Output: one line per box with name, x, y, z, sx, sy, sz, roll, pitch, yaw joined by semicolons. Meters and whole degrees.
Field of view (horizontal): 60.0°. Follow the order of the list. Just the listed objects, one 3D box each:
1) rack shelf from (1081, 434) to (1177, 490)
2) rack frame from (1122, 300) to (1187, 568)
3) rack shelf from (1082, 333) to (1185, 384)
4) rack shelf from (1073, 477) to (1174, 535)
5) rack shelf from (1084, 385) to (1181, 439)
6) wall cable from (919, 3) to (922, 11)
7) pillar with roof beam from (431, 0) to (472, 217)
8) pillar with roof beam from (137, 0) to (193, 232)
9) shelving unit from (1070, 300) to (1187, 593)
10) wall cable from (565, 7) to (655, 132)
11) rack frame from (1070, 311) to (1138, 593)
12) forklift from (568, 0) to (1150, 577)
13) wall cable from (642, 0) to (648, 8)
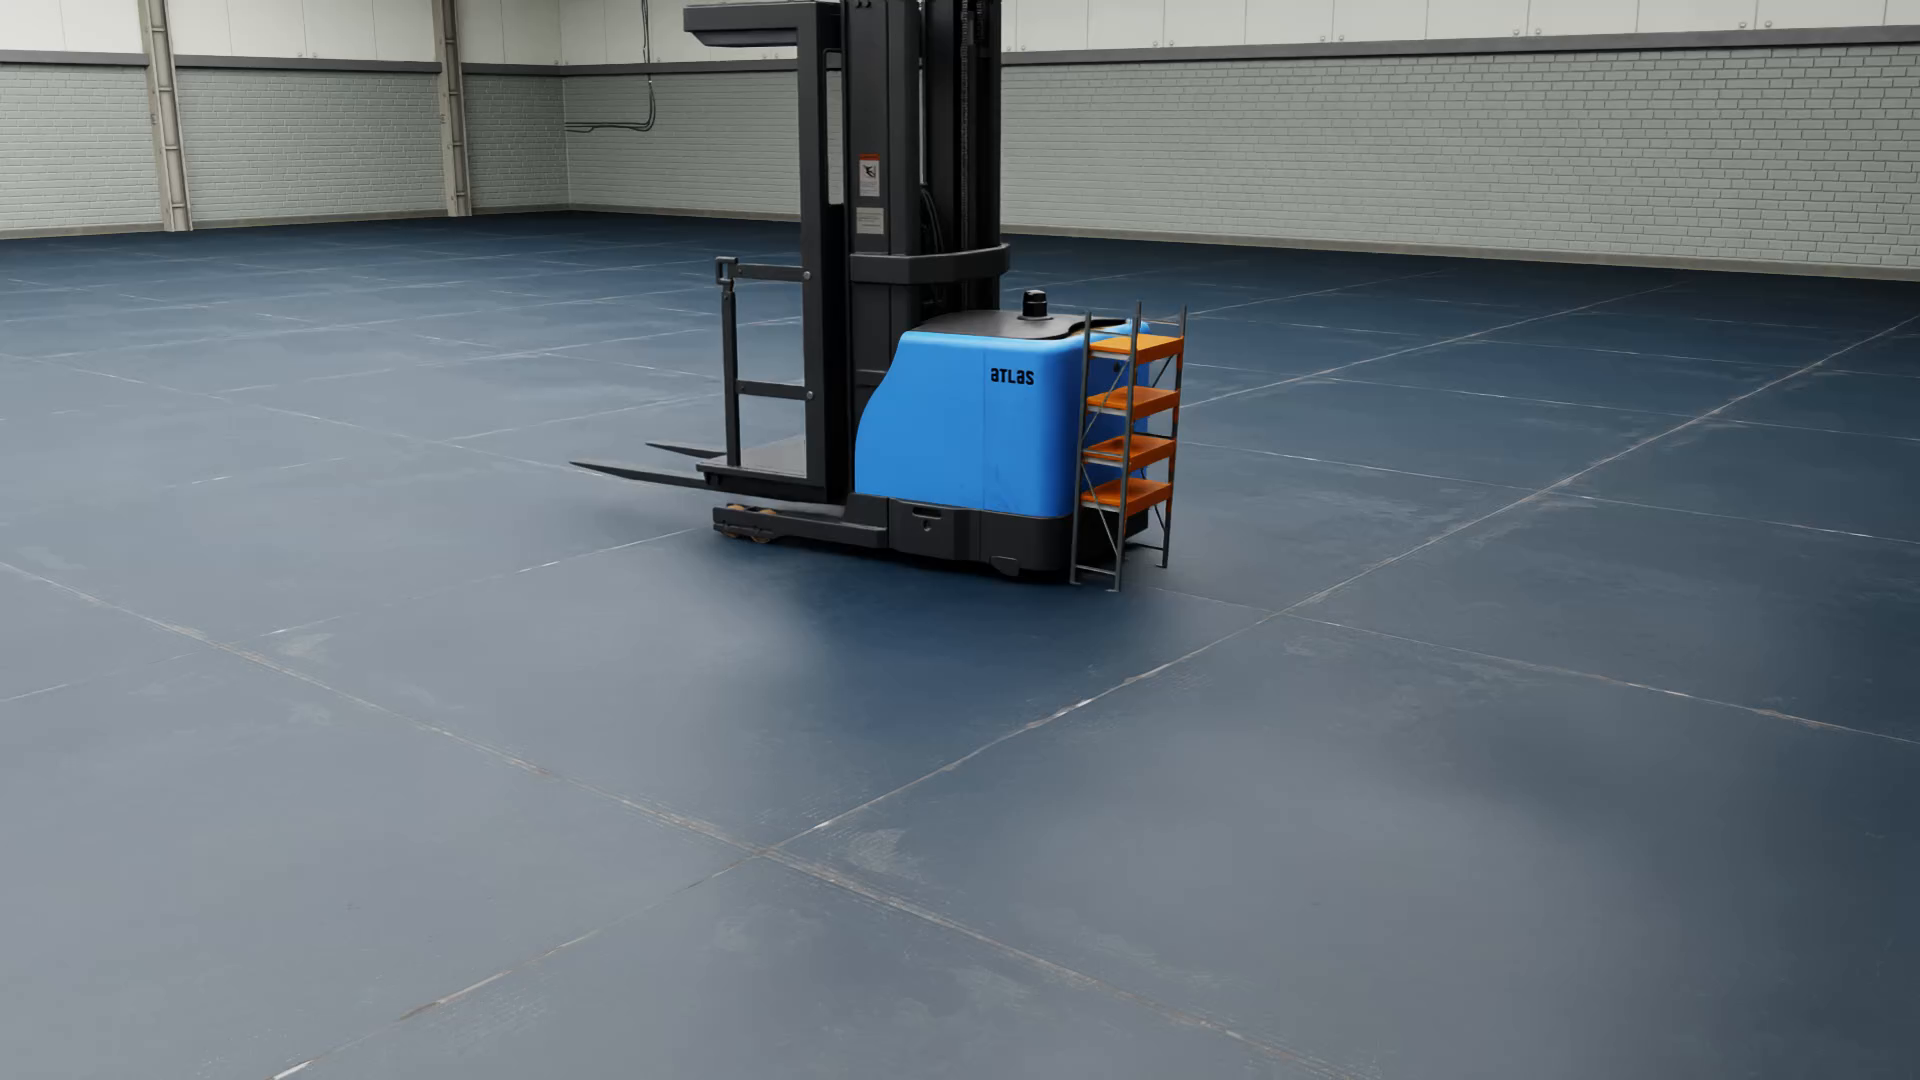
rack shelf;0.737;-0.355;7.332;0.258;0.148;0.480;11;18;30
rack frame;0.867;-0.471;7.515;0.240;1.200;0.015;11;18;30
rack shelf;0.755;-0.798;7.208;0.258;0.148;0.480;11;18;30
rack shelf;0.729;-0.164;7.385;0.258;0.148;0.480;11;18;30
rack shelf;0.745;-0.570;7.271;0.258;0.148;0.480;11;18;30
wall cable;-0.237;-11.692;28.965;2.305;6.003;0.169;11;18;38
pillar with roof beam;-7.143;-10.490;31.141;9.100;9.000;0.400;11;18;38
pillar with roof beam;-10.914;-9.341;26.618;9.100;9.000;0.400;11;18;38
shelving unit;0.740;-0.419;7.313;0.258;1.200;0.503;11;18;30
wall cable;-7.612;-10.011;35.561;3.097;2.526;0.112;11;18;38
rack frame;0.612;-0.368;7.112;0.240;1.200;0.015;11;18;30
forklift;-0.619;-1.504;8.092;3.031;2.935;1.130;8;16;30
wall cable;-5.507;-12.040;33.291;3.097;2.526;0.112;11;18;38
